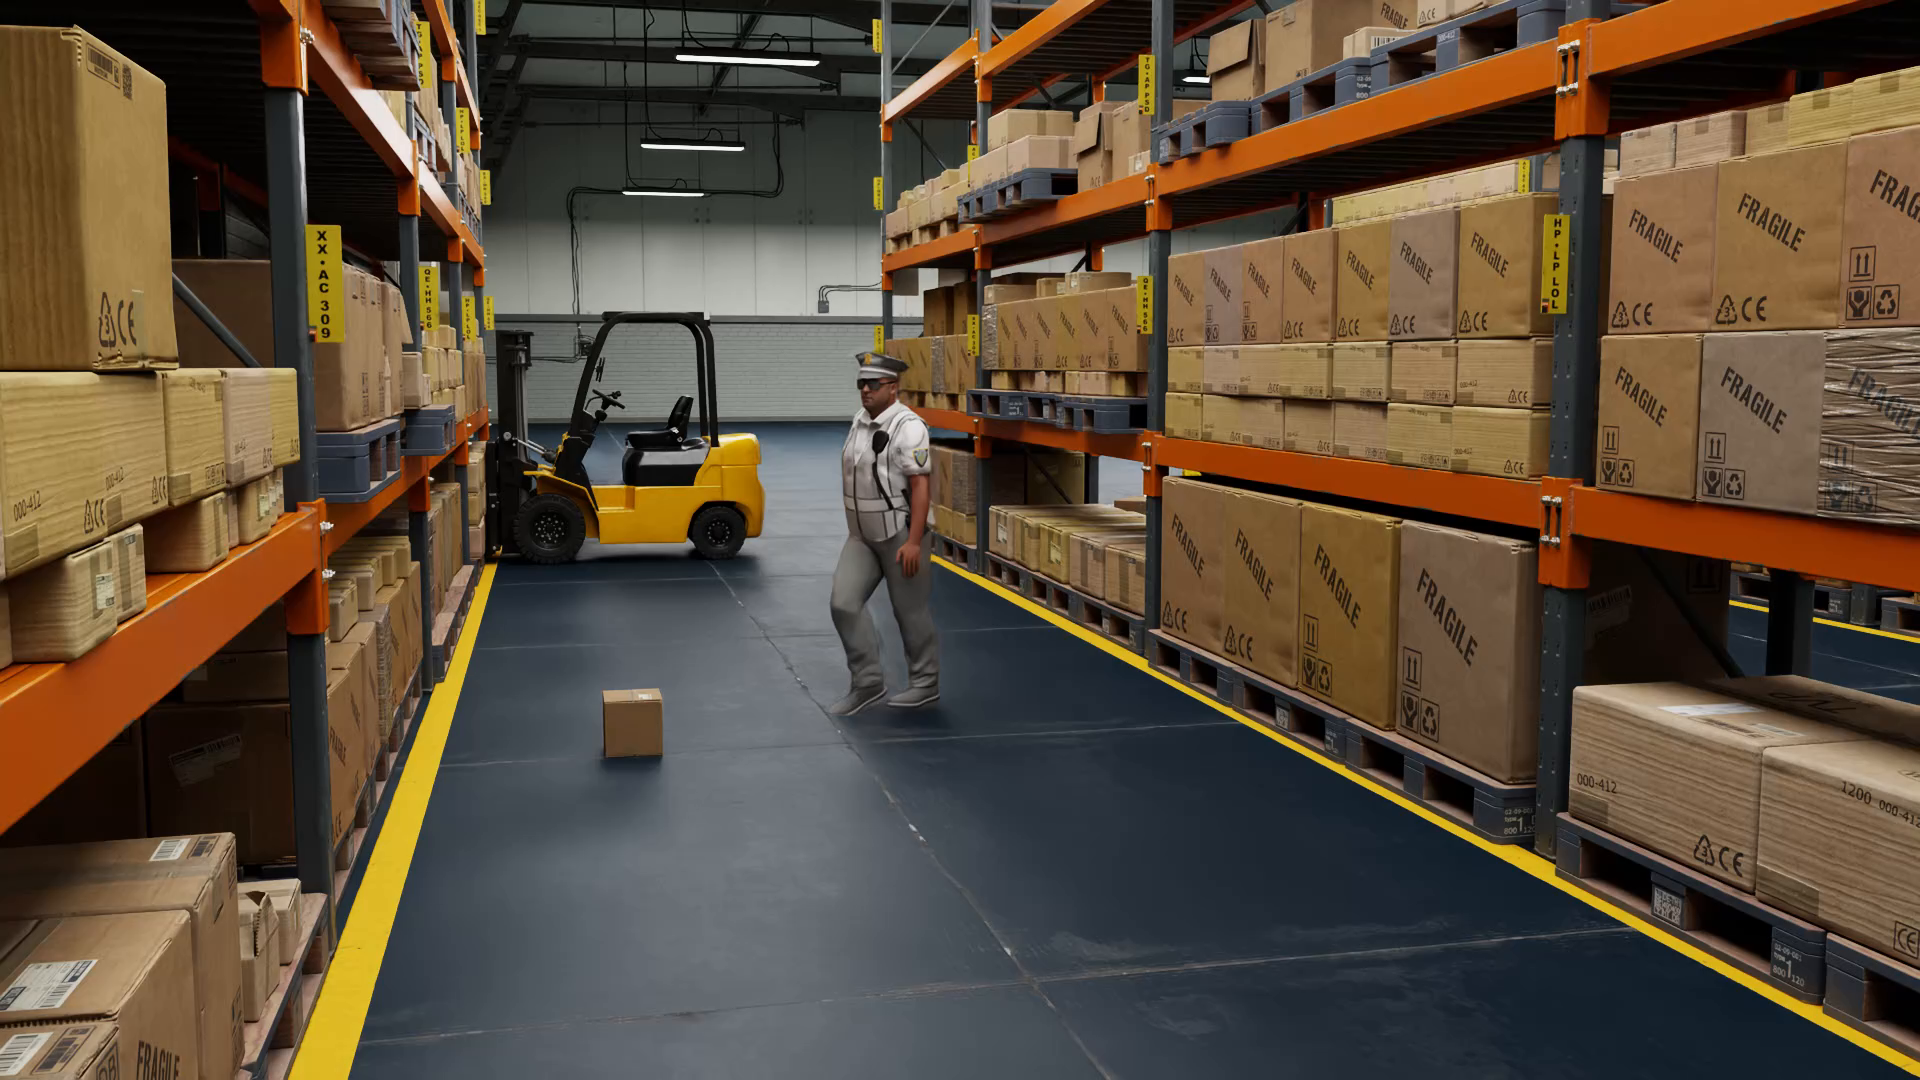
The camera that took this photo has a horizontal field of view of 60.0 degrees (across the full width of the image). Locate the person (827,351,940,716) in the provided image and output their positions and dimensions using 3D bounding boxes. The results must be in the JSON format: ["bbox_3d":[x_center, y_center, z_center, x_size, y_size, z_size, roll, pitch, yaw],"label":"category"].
[{"bbox_3d":[-0.314,-0.008,8.073,0.568,1.796,0.535,6,8,43],"label":"person"}]
